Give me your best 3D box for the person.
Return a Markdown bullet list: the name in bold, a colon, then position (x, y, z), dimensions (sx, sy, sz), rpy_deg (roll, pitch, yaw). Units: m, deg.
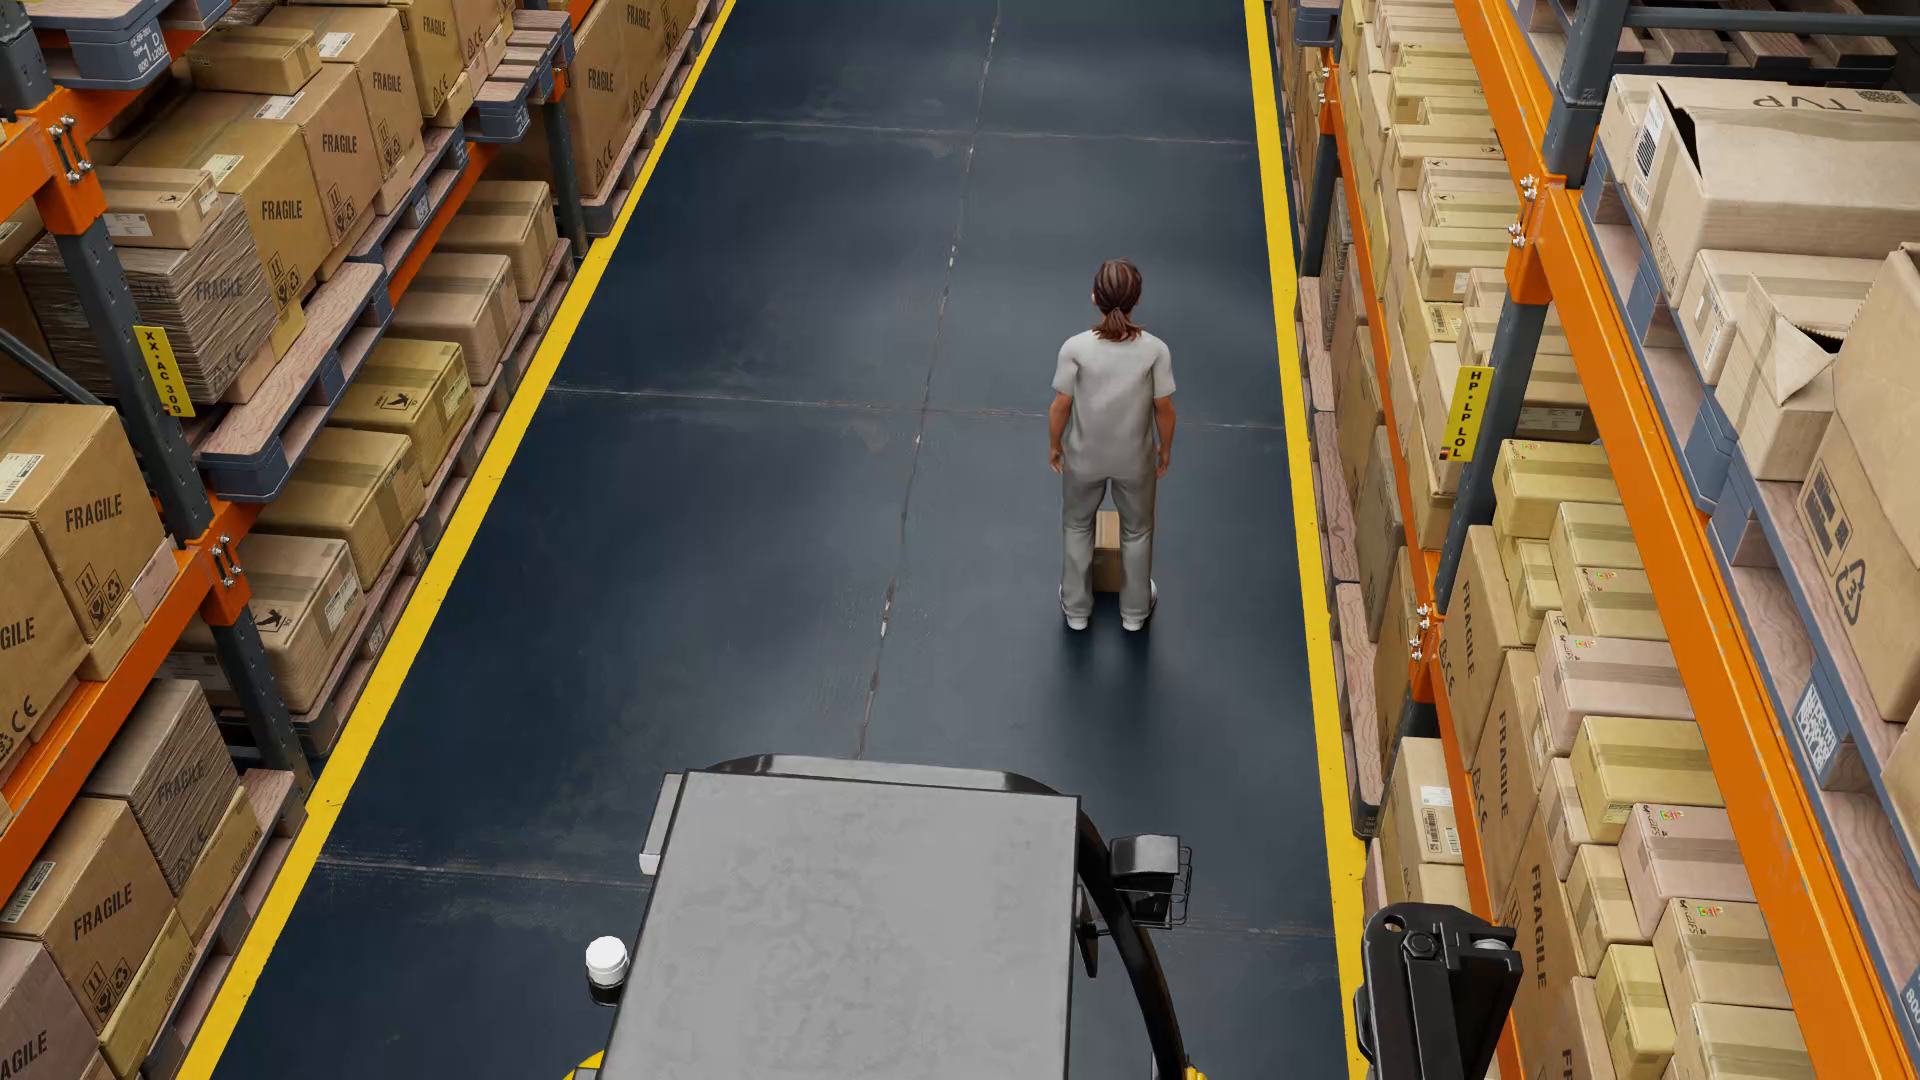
- **person**: position (0.592, -0.336, 6.554), dimensions (0.493, 1.673, 0.353), rpy_deg (3, 40, 3)
